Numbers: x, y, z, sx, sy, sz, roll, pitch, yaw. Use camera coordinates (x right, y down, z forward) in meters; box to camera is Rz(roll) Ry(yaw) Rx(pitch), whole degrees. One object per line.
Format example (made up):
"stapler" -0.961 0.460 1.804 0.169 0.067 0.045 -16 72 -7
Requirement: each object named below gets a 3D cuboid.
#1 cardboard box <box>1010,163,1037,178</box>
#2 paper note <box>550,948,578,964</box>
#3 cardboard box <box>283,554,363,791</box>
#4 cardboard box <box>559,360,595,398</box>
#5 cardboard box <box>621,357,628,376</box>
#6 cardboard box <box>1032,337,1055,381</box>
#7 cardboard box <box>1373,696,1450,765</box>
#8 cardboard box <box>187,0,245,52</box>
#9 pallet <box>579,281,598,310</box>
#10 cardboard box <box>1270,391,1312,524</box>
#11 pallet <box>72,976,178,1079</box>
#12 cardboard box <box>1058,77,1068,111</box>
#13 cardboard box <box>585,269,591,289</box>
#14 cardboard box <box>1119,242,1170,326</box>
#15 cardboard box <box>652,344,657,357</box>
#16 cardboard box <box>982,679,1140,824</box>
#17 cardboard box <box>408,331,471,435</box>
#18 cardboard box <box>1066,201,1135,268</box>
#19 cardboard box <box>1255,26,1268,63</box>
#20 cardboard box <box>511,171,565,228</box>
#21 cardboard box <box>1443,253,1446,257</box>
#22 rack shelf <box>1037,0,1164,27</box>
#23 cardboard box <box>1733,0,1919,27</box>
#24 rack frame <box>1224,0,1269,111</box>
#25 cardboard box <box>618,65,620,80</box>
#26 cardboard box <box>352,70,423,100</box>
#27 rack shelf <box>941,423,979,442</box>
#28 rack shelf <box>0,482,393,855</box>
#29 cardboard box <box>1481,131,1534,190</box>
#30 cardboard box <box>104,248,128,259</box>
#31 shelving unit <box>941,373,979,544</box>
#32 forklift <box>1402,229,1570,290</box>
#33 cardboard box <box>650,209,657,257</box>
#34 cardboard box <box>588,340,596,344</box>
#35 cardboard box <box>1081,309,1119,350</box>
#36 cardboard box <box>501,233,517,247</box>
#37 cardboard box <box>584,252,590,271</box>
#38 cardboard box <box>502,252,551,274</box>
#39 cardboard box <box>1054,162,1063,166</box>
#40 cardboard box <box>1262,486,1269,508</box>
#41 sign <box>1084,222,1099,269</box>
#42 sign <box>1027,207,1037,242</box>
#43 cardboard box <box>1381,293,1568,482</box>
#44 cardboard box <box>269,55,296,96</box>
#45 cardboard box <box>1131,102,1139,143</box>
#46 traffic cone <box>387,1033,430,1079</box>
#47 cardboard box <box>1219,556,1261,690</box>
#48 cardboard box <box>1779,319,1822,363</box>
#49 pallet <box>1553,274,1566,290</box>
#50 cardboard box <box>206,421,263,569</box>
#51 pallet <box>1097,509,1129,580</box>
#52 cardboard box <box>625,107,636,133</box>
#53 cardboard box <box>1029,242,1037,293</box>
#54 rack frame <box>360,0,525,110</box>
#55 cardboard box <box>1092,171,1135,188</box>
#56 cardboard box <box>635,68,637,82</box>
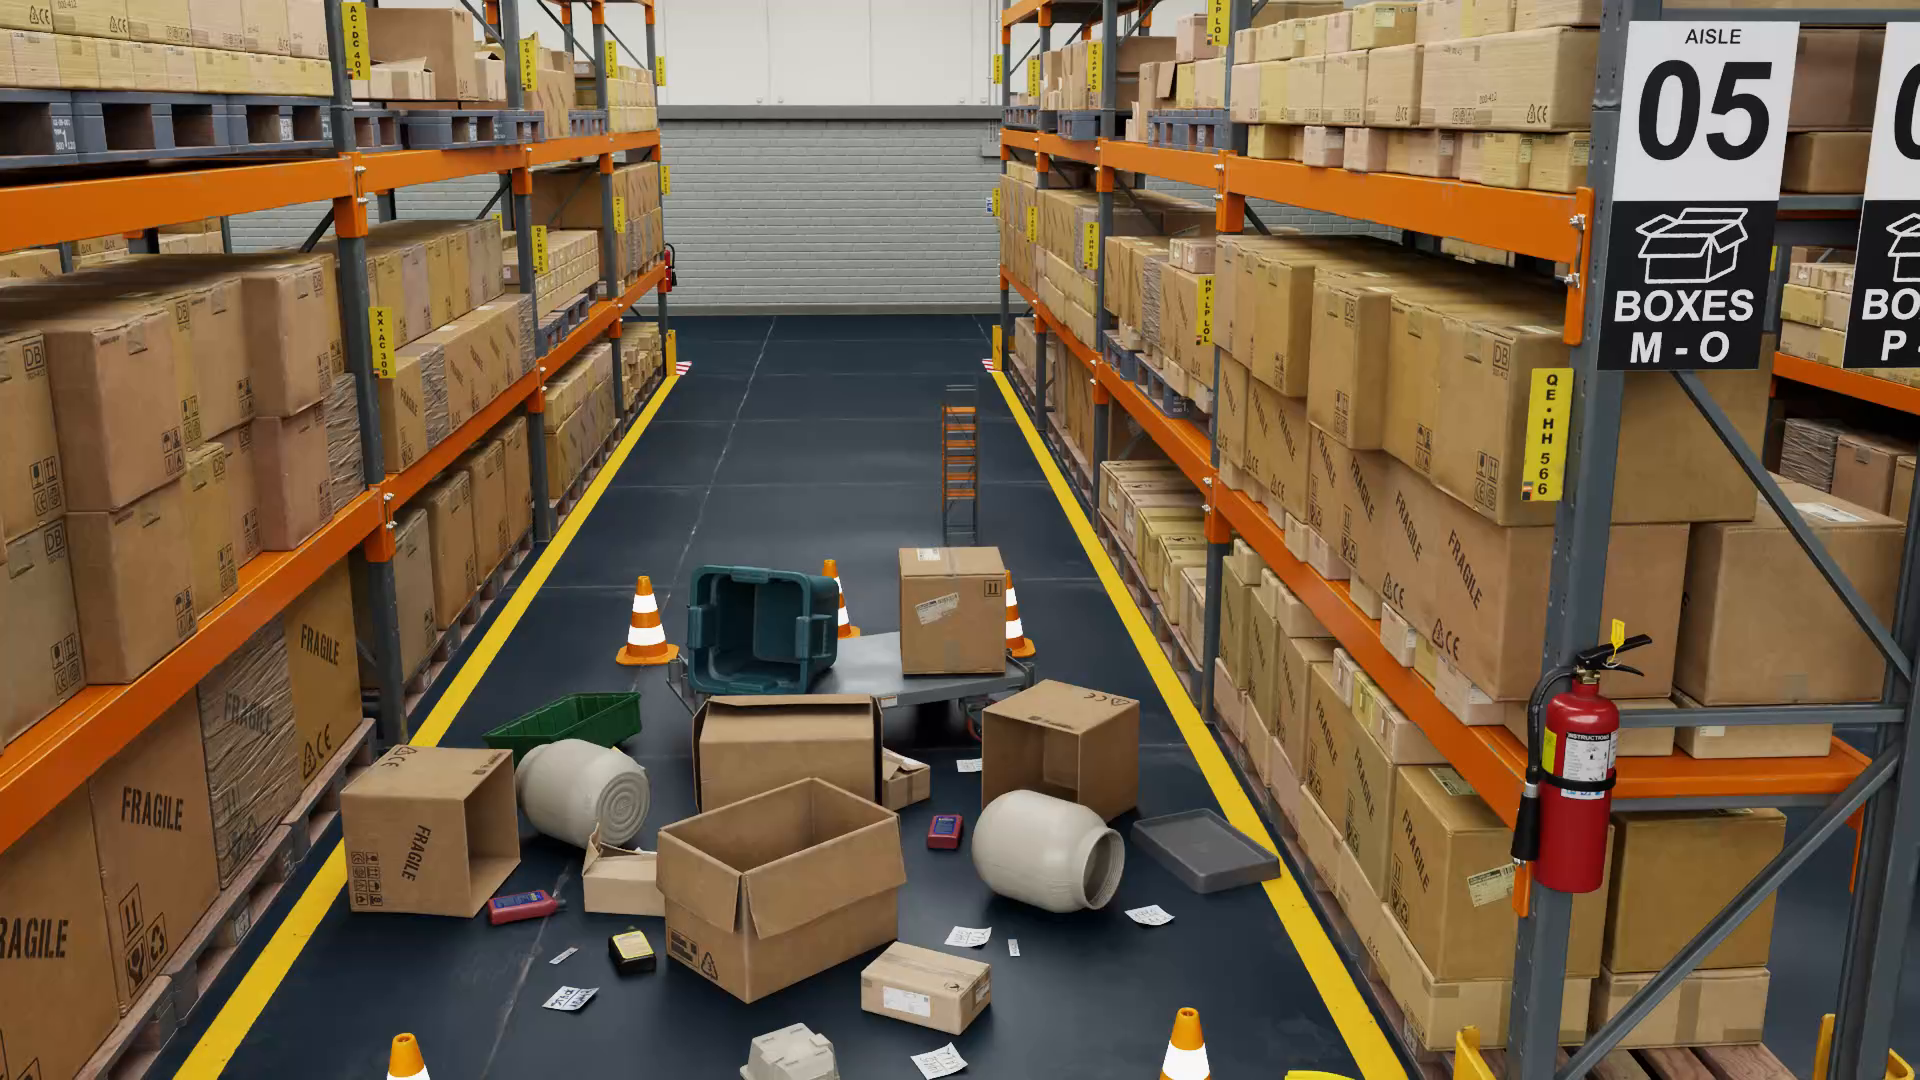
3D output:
"cardboard box" 0.758 -4.082 18.362 0.380 0.149 0.250 -1 14 -5
"paper note" -1.451 1.522 6.089 0.032 0.001 0.123 7 16 26
"cardboard box" -3.232 0.546 7.306 0.875 0.875 0.875 -1 14 -3
"cardboard box" -3.333 -1.342 13.892 0.500 0.250 0.500 -2 15 -6
"cardboard box" -3.470 -1.696 16.283 0.380 0.149 0.250 0 14 -1
"cardboard box" 1.249 -1.871 17.579 0.875 0.438 0.875 -1 14 -5
"cardboard box" 1.581 0.621 5.460 0.380 0.149 0.250 0 14 -2
"cardboard box" -2.855 -1.845 5.816 0.500 0.250 0.500 -1 14 -4
"pallet" -3.795 -2.142 14.715 1.003 0.211 1.213 -1 14 -3
"cardboard box" 1.554 -0.368 6.639 0.500 0.500 0.500 -1 14 -4
"pallet" -3.081 1.710 4.955 1.003 0.211 1.213 -1 14 -3
"cardboard box" 1.001 -3.660 13.637 0.396 0.266 0.258 0 14 1
"cardboard box" -3.445 -2.286 14.554 0.380 0.149 0.250 -1 14 -4
"cardboard box" 1.321 -1.684 10.913 0.500 0.500 0.500 0 14 -1
"cardboard box" -3.594 -2.132 18.576 0.380 0.149 0.250 -1 15 -6
"cardboard box" 0.441 0.958 7.294 0.500 0.500 0.500 10 18 35
"cardboard box" -3.026 -0.871 9.189 0.500 0.500 0.500 -1 14 -4
"cardboard box" 1.128 -2.442 13.290 0.500 0.500 0.500 -1 14 -3
"cardboard box" 1.472 -2.108 7.085 0.380 0.149 0.250 0 14 -2
"cardboard box" -3.996 -3.216 15.703 0.500 0.500 0.500 -1 14 -5
"cardboard box" 5.803 -3.266 19.203 0.380 0.149 0.250 -1 14 -4
"rack shelf" 1.361 -4.394 13.292 1.077 0.370 4.000 -1 14 -3
"cardboard box" 2.162 -1.353 4.148 0.380 0.149 0.250 -1 14 -4
"rack frame" 1.733 -3.444 7.353 1.000 3.000 0.127 -1 14 -3
"cardboard box" -3.536 -4.577 16.274 0.380 0.149 0.250 -1 14 -5
"cardboard box" -3.029 -2.373 8.669 0.380 0.149 0.250 -1 14 -3
"rack shelf" 0.001 -0.767 11.814 0.258 0.103 0.180 -1 14 -3
"rack shelf" -3.078 0.409 5.862 1.077 0.370 4.000 -1 14 -3
"cardboard box" 1.631 -1.021 4.458 0.380 0.149 0.250 -1 14 -3
"cardboard box" -8.447 -2.691 16.171 0.500 0.250 0.500 -1 14 -4
"shelving unit" 0.001 -0.577 11.863 0.258 1.200 0.189 -1 14 -3
"forklift" 3.190 -0.948 9.830 1.130 2.935 3.031 -1 14 -3
"cardboard box" -3.634 -3.378 18.339 0.500 0.500 0.500 -1 14 -4
"cardboard box" -4.039 -2.009 17.499 0.380 0.149 0.250 -1 14 -3
"cardboard box" 1.194 -1.583 12.459 0.500 0.250 0.500 -1 14 -5
"cardboard box" -4.108 -2.622 14.666 0.380 0.149 0.250 0 14 -2
"cardboard box" -3.446 -2.429 14.513 0.380 0.149 0.250 0 14 -1
"cardboard box" -3.331 -2.114 12.689 0.380 0.149 0.250 -1 15 -6
"cardboard box" 1.251 -4.221 18.903 0.380 0.149 0.250 -1 14 -2
"cardboard box" 1.546 -0.206 7.312 0.380 0.149 0.250 -1 14 -4
"sign" 0.931 -2.085 11.786 0.100 0.325 0.005 -1 14 -3
"sign" 0.683 -2.977 15.681 0.100 0.325 0.005 -1 14 -3
"cardboard box" 1.707 -0.470 5.031 0.700 0.500 0.500 -1 14 -3
"cardboard box" -2.827 -1.807 6.473 0.380 0.149 0.250 -1 14 -3
"cardboard box" 1.351 -2.777 11.049 0.396 0.266 0.258 -1 14 -3
"traffic cone" -1.569 1.632 4.754 0.336 0.463 0.334 -1 14 -3
"cardboard box" 1.500 0.377 7.711 0.500 0.500 0.500 0 14 -1
"cardboard box" 6.222 -1.424 11.844 0.500 0.250 0.500 -1 14 -3
"pallet" 6.132 -2.313 15.380 1.003 0.211 1.213 -1 14 -3
"cardboard box" -3.194 -0.146 6.272 0.875 0.550 0.550 -1 14 -3
"pallet" 1.532 0.011 11.559 1.003 0.211 1.213 -1 14 -3
"cardboard box" -3.515 -4.180 16.535 0.500 0.250 0.500 0 14 -1
"cardboard box" 0.953 -2.688 16.254 0.500 0.500 0.500 -1 14 -3
"rack frame" -3.449 -4.337 10.825 1.000 3.000 0.127 -1 14 -3
"cardboard box" 1.477 -3.458 15.936 0.380 0.149 0.250 -1 14 -4
"cardboard box" -3.617 -4.904 17.545 0.380 0.149 0.250 -1 14 -5
